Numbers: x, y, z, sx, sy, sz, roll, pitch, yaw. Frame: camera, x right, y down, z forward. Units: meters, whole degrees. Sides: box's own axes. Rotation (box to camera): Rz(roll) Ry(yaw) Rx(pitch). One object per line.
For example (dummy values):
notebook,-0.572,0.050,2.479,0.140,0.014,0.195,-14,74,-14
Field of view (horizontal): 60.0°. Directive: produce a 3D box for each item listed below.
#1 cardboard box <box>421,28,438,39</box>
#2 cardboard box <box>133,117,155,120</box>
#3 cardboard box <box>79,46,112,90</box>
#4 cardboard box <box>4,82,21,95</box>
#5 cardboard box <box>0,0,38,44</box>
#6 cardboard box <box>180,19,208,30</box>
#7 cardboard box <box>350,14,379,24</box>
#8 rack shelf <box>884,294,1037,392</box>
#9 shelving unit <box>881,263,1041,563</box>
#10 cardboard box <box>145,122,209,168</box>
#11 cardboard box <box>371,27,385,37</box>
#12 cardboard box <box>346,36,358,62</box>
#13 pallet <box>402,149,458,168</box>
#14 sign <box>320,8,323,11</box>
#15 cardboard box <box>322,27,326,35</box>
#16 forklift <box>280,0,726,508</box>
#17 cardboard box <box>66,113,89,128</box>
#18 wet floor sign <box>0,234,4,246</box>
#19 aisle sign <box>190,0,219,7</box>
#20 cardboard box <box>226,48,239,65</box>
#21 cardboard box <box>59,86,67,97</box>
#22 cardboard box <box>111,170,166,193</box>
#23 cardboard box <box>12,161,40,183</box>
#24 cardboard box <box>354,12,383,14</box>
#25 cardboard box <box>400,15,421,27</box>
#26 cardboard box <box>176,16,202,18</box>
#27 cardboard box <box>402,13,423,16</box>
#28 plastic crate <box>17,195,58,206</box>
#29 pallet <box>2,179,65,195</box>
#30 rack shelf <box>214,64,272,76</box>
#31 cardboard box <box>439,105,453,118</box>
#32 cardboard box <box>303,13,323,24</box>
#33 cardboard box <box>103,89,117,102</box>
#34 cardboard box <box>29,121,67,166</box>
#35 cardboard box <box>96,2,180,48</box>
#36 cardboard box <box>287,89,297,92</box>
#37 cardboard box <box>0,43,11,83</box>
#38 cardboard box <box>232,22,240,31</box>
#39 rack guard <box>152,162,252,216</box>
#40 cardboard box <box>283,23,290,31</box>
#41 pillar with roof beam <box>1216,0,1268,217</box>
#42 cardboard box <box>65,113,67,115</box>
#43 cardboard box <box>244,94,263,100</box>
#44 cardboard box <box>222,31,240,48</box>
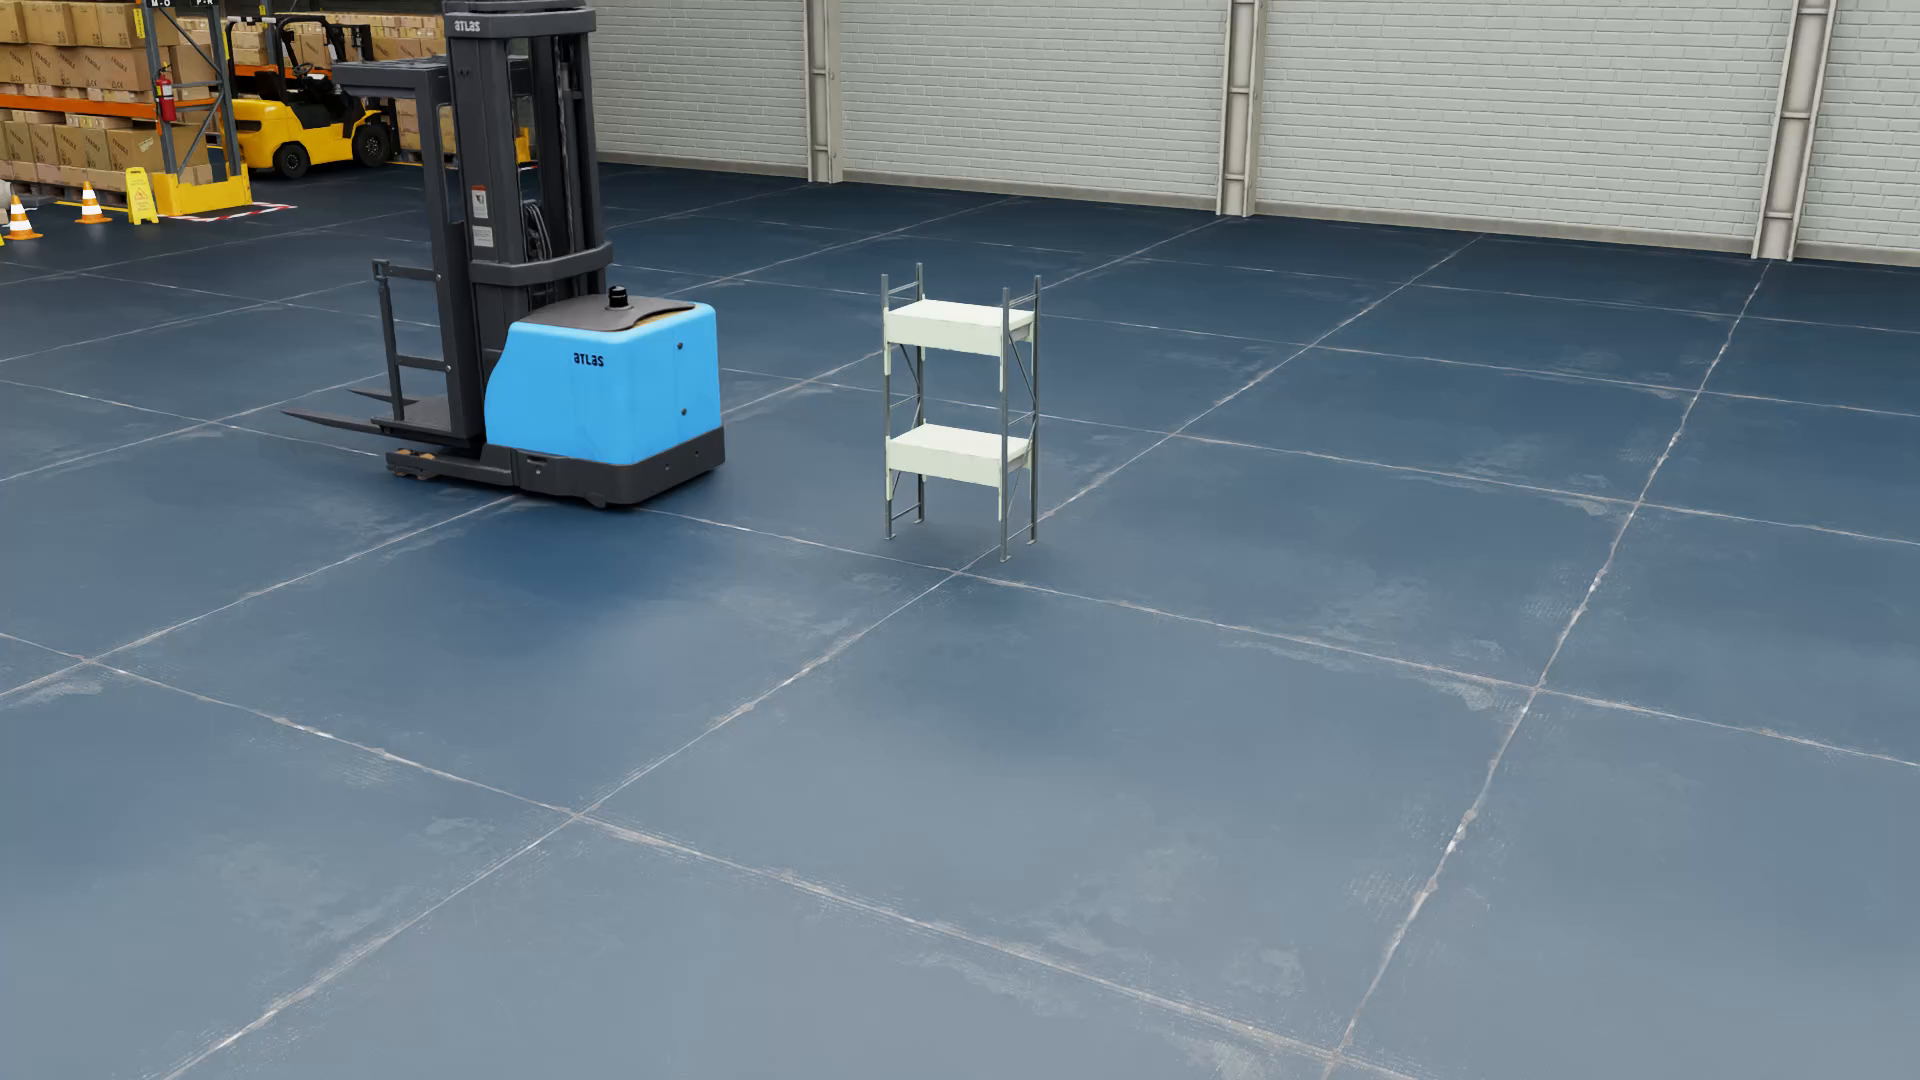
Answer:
cardboard box,-7.610,-7.374,24.198,0.250,0.149,0.380,11,23,28
cardboard box,-13.380,-7.318,28.008,0.625,0.625,0.875,12,23,29
cardboard box,-10.394,-5.816,20.417,0.500,0.500,0.500,11,23,27
cardboard box,-12.033,-5.822,21.385,0.250,0.149,0.380,12,23,29
cardboard box,-11.704,-6.538,20.940,0.500,0.500,0.700,10,22,26
cardboard box,-12.231,-8.247,26.604,0.250,0.149,0.380,10,22,26
cardboard box,-8.902,-7.803,24.944,0.250,0.149,0.380,11,23,28
rack shelf,0.006,-1.071,8.973,0.720,0.370,0.431,11,23,27
shelving unit,0.006,-0.704,9.106,0.755,1.500,0.431,11,23,27
cardboard box,-9.941,-5.014,21.105,0.500,0.500,0.500,10,22,26
cardboard box,-8.505,-7.547,24.673,0.250,0.149,0.380,11,23,28
cardboard box,-8.831,-7.320,24.998,0.500,0.500,0.500,11,23,28
pallet,-7.621,-5.818,25.095,1.213,0.211,1.003,11,23,27
sign,-10.156,-8.289,26.433,0.005,0.325,0.100,11,23,27
cardboard box,-9.400,-7.716,25.138,0.250,0.149,0.380,11,22,27
forklift,-3.036,-1.898,10.298,3.031,2.935,1.130,10,22,25
cardboard box,-10.978,-5.282,20.894,0.250,0.149,0.380,12,23,30
wet floor sign,-10.686,-3.524,18.133,0.232,0.644,0.267,7,21,18
aisle sign,-9.146,-6.840,20.011,0.004,0.787,0.394,11,23,27
cardboard box,-11.435,-7.697,26.405,0.500,0.250,0.500,11,22,27
cardboard box,-11.107,-5.677,20.984,0.250,0.149,0.380,11,23,27
cardboard box,-10.209,-4.499,20.786,0.500,0.250,0.500,11,23,27
cardboard box,-11.988,-4.842,21.732,0.500,0.250,0.500,12,23,30
cardboard box,-9.097,-8.042,25.603,0.250,0.149,0.380,10,22,26
cardboard box,-8.002,-7.634,24.477,0.250,0.149,0.380,11,23,28
cardboard box,-12.807,-8.611,27.608,0.250,0.149,0.380,10,22,26
cardboard box,-8.204,-7.874,25.139,0.250,0.149,0.380,10,22,26
plastic crate,-11.872,-4.324,21.167,0.583,0.080,0.402,3,20,9
pallet,-12.239,-4.789,22.259,1.213,0.211,1.003,11,23,27
rack shelf,-12.172,-7.674,27.177,4.000,0.370,1.077,11,23,27
cardboard box,-7.488,-6.373,24.486,0.500,0.250,0.500,12,23,29
cardboard box,-9.793,-7.974,25.414,0.250,0.149,0.380,10,22,26
cardboard box,-10.270,-5.475,20.427,0.250,0.149,0.380,10,22,26
cardboard box,-11.535,-5.108,21.365,0.500,0.500,0.500,12,23,30
cardboard box,-9.903,-6.213,20.045,0.500,0.500,0.700,10,22,26
cardboard box,-10.156,-6.881,25.885,0.500,0.250,0.500,10,22,26
cardboard box,-12.145,-6.156,21.353,0.500,0.500,0.500,11,23,27
cardboard box,-11.254,-8.116,26.243,0.250,0.149,0.380,11,23,27
rack guard,-9.417,-4.374,20.689,0.348,0.500,1.175,11,23,27
cardboard box,-10.275,-7.900,25.648,0.250,0.149,0.380,10,22,26
pillar with roof beam,1.275,-6.942,15.305,0.400,9.000,9.100,11,23,27
cardboard box,-12.196,-5.440,22.281,0.500,0.500,0.500,10,22,27
cardboard box,-10.886,-6.844,26.701,0.625,0.625,0.875,12,23,30
cardboard box,-11.431,-7.933,26.323,0.500,0.250,0.500,10,22,26
